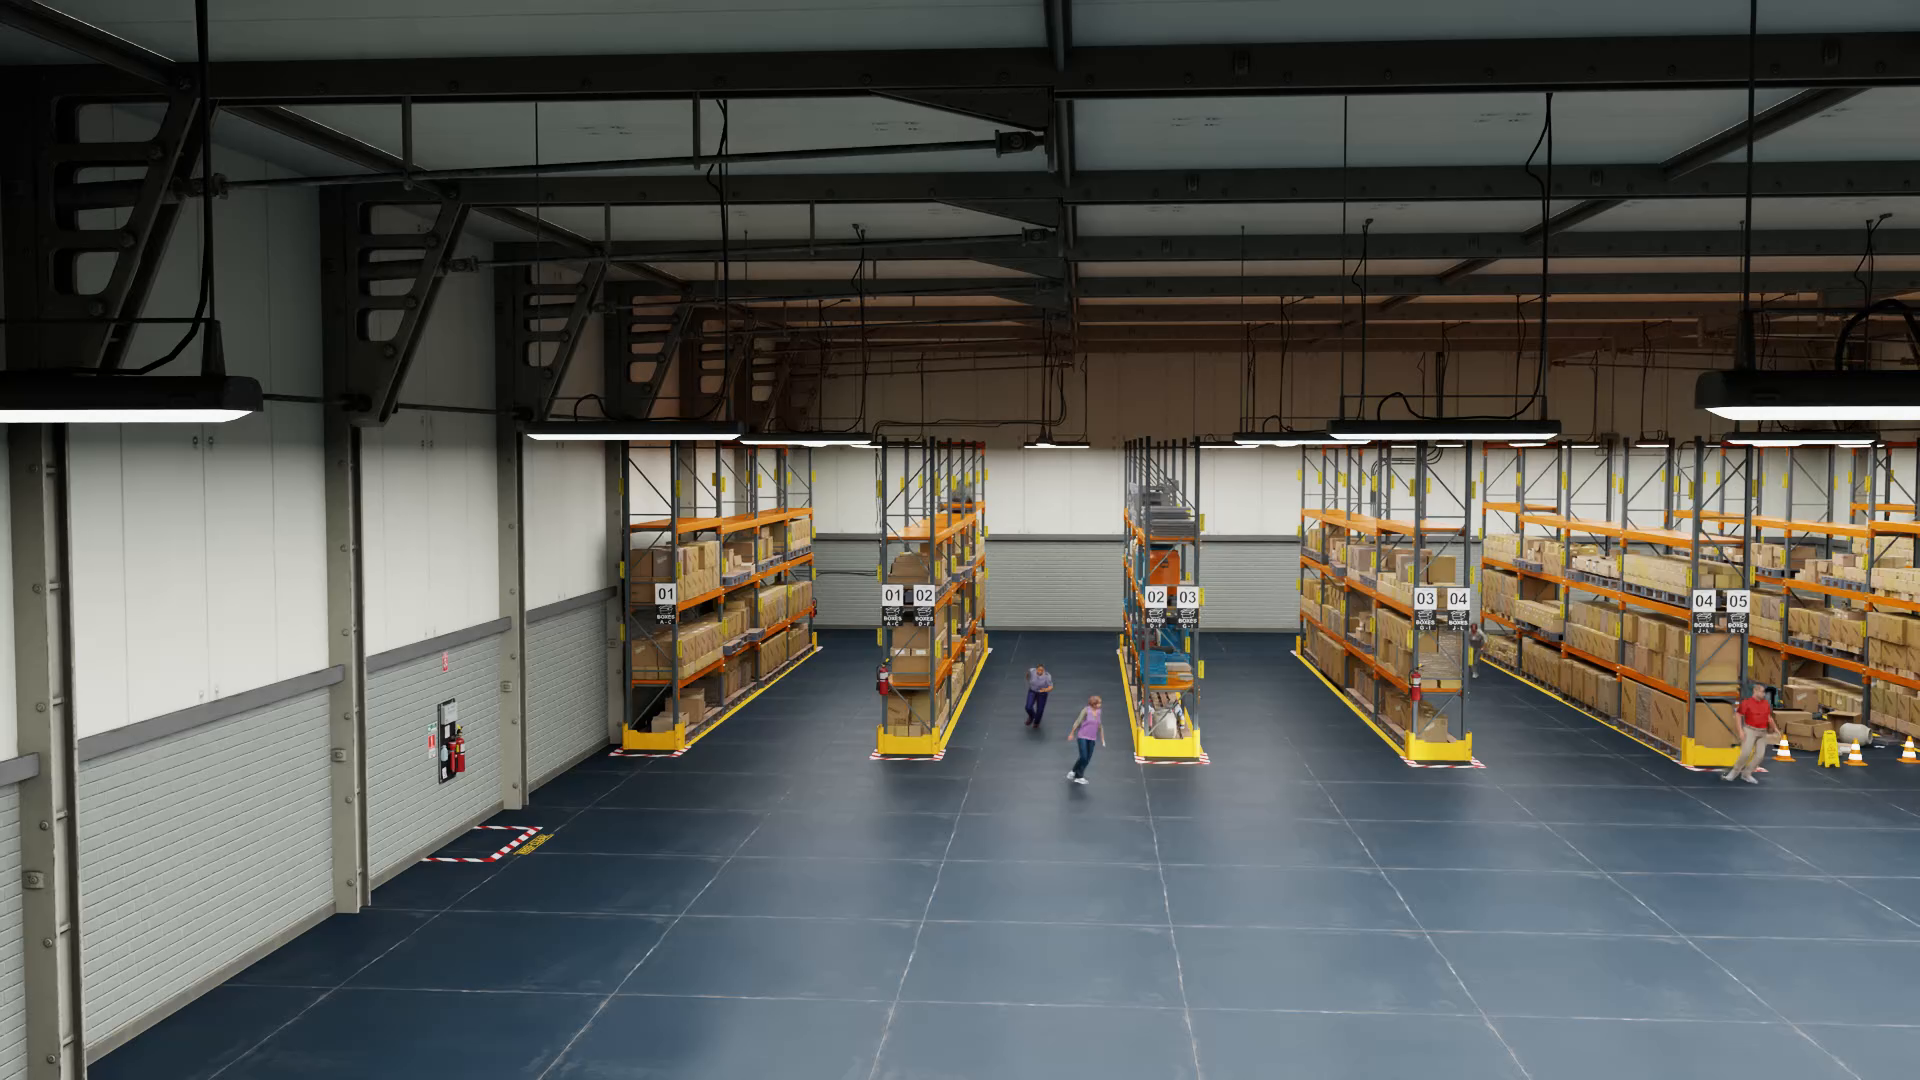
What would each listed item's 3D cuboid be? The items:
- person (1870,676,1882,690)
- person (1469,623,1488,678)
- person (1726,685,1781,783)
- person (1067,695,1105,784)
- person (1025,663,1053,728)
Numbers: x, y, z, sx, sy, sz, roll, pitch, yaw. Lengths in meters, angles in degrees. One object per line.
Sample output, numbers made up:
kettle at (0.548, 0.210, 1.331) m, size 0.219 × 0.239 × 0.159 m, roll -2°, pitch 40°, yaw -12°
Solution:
person at (21.246, 2.796, 38.498) m, size 0.654 × 1.761 × 0.684 m, roll 0°, pitch 3°, yaw 6°
person at (13.040, 2.771, 41.980) m, size 0.554 × 1.422 × 0.837 m, roll 1°, pitch 3°, yaw 23°
person at (13.658, 3.353, 28.630) m, size 0.782 × 1.719 × 0.606 m, roll -1°, pitch 3°, yaw -18°
person at (2.170, 3.424, 28.566) m, size 0.569 × 1.558 × 0.534 m, roll -2°, pitch 4°, yaw -33°
person at (1.609, 3.195, 34.097) m, size 0.609 × 1.402 × 0.934 m, roll 0°, pitch 3°, yaw 9°
